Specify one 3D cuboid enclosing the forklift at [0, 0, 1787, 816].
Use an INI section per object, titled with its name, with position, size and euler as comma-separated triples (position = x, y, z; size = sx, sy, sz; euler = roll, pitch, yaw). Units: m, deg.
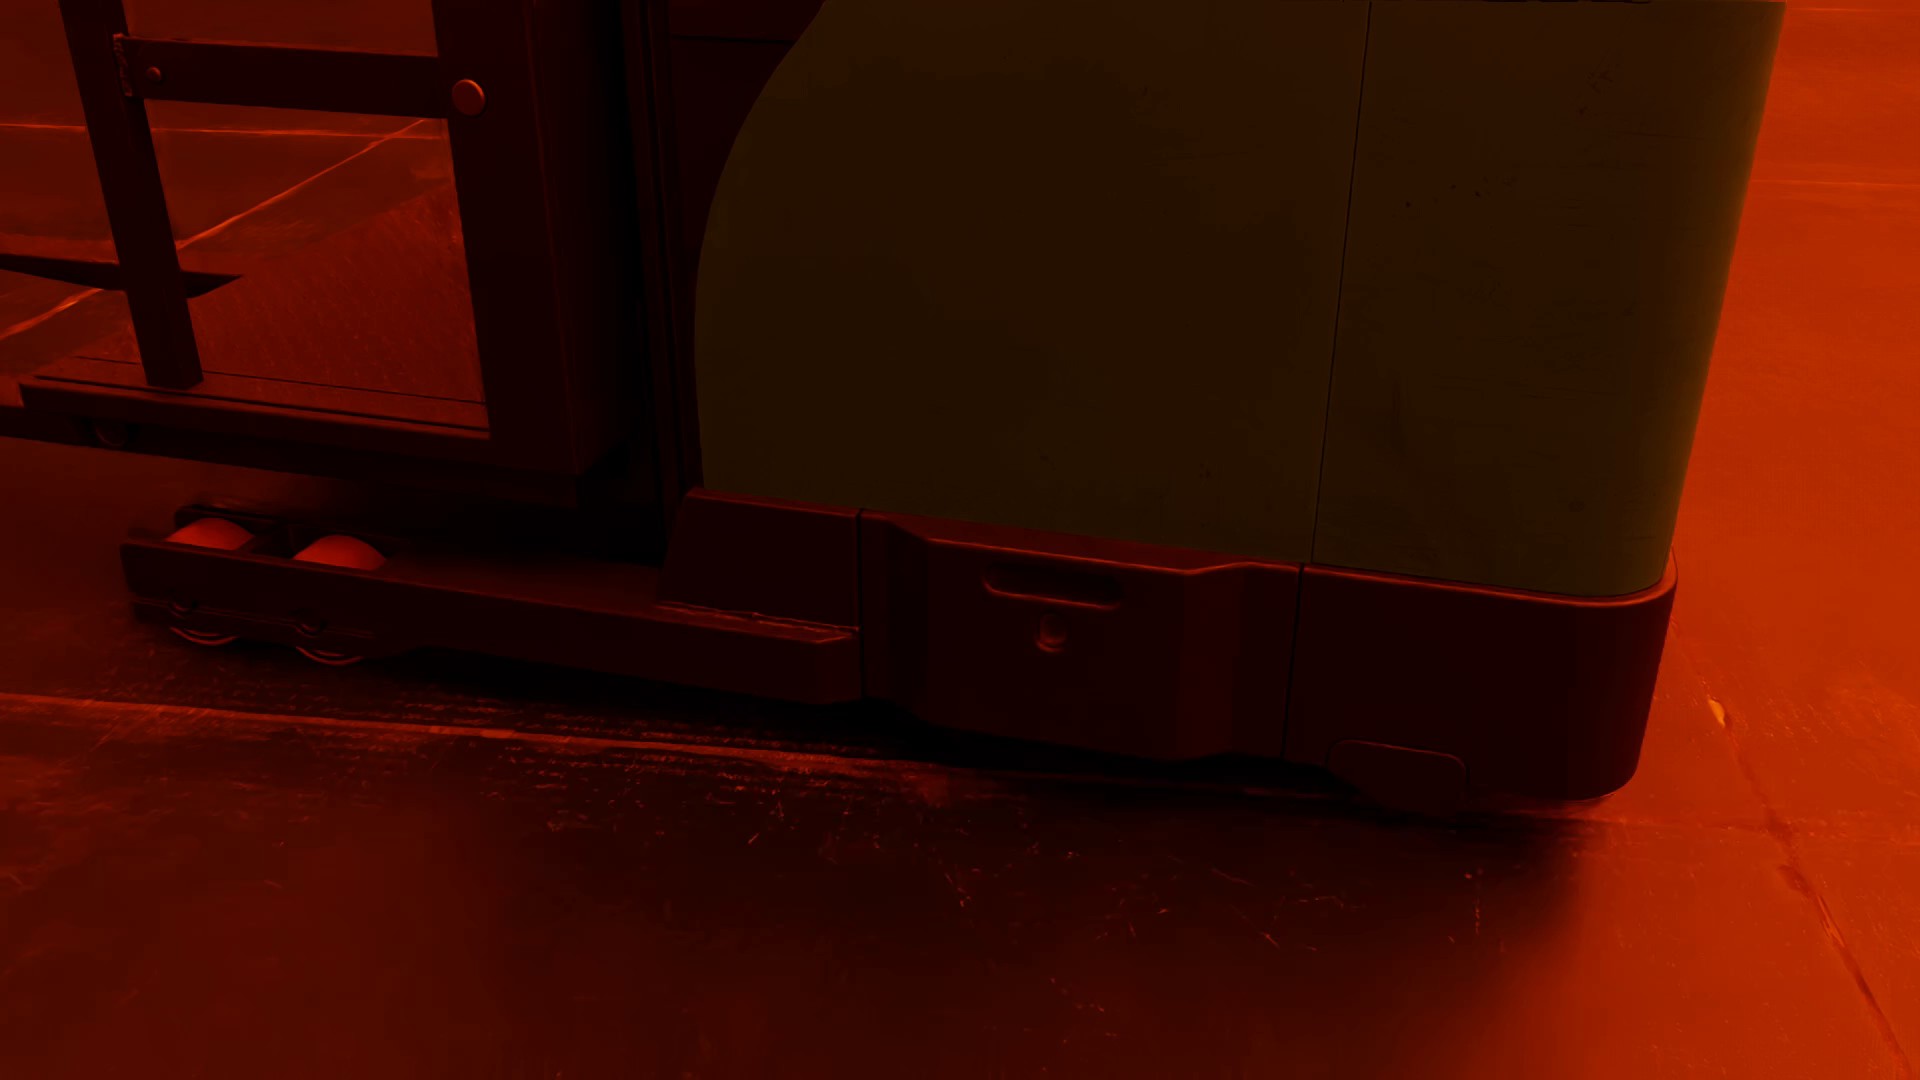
[forklift]
position = -0.593, -1.365, 1.953
size = 3.031, 2.935, 1.130
euler = 7, 27, 14
